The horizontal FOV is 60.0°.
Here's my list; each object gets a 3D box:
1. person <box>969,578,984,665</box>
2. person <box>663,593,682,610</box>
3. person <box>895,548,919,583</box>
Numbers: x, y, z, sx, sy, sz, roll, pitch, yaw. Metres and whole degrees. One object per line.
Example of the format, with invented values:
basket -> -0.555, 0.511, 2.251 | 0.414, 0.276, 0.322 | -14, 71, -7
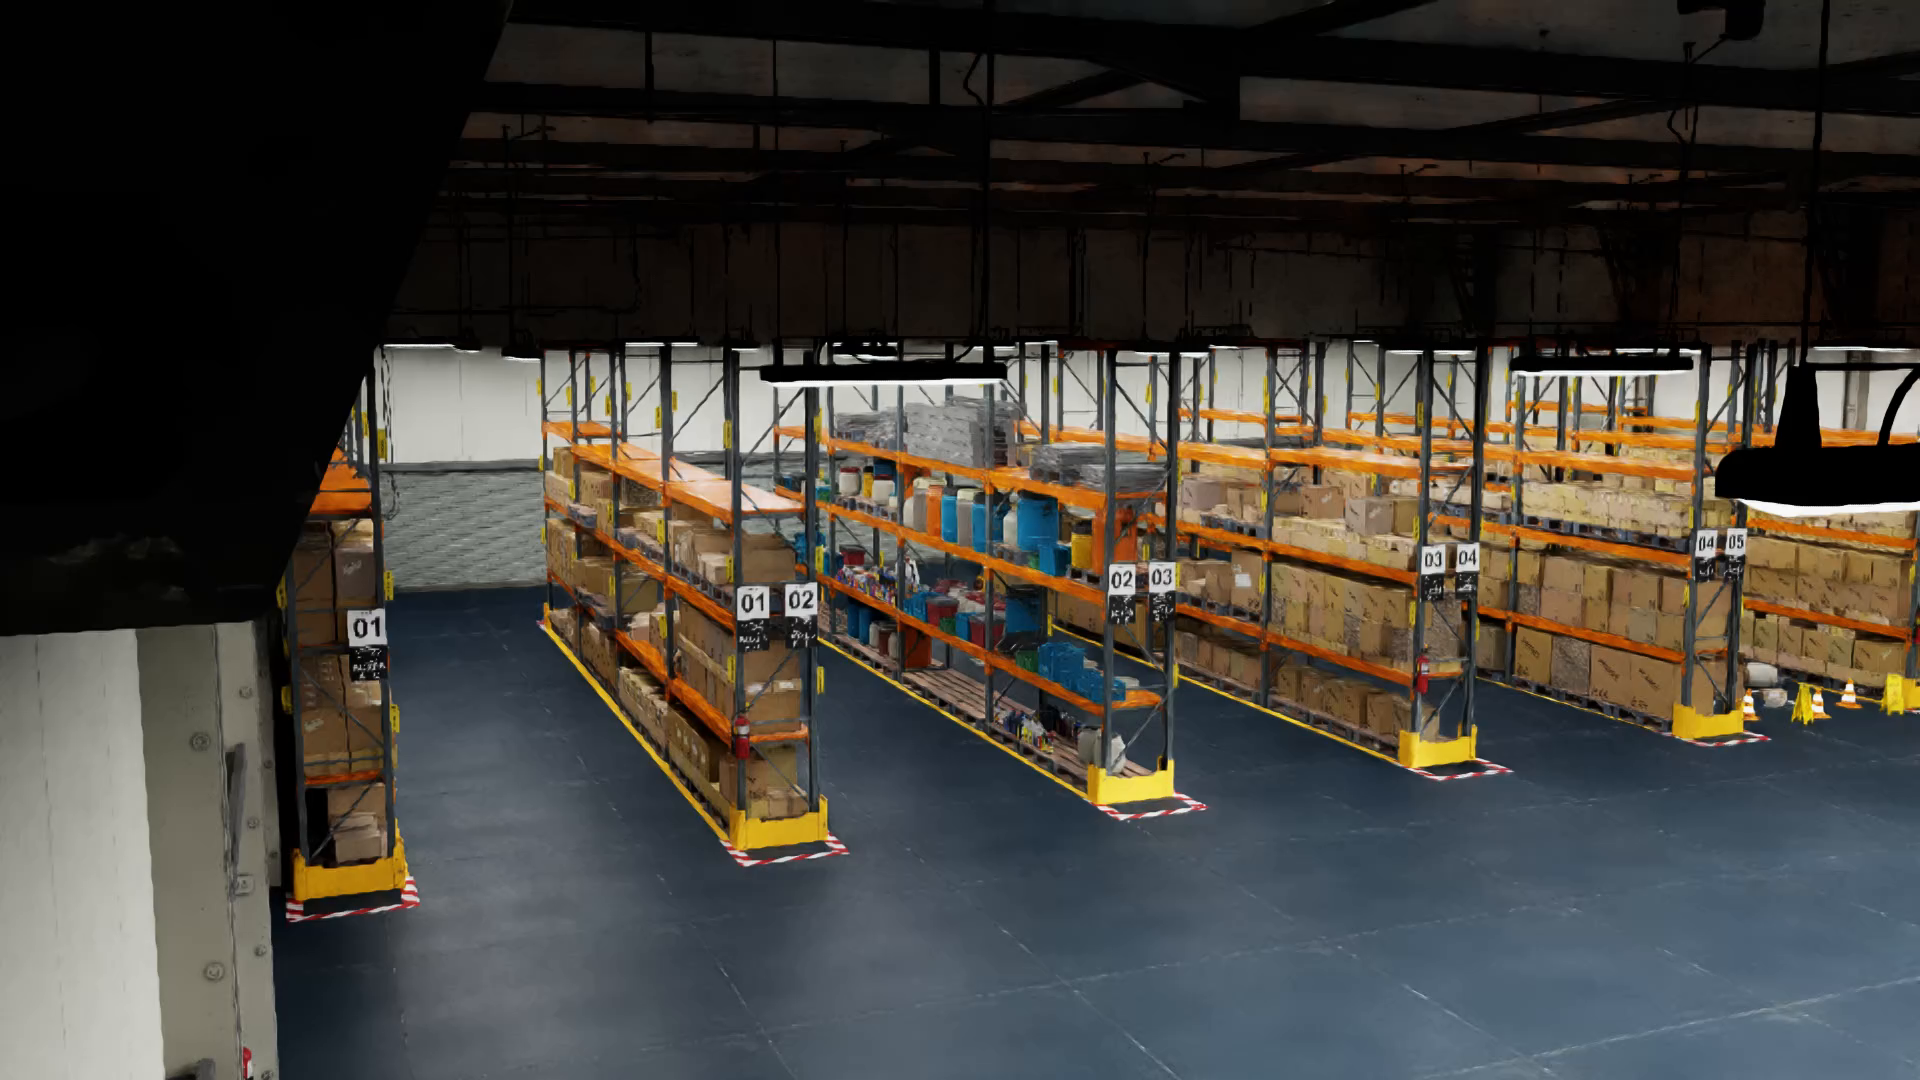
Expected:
person -> 0.345, 1.498, 31.007 | 0.419, 1.603, 0.502 | -7, 10, -43
person -> -6.236, 0.845, 36.108 | 0.580, 1.618, 0.505 | -3, 8, -24
person -> -1.126, 0.946, 35.191 | 0.502, 1.625, 0.997 | -3, 8, -23
